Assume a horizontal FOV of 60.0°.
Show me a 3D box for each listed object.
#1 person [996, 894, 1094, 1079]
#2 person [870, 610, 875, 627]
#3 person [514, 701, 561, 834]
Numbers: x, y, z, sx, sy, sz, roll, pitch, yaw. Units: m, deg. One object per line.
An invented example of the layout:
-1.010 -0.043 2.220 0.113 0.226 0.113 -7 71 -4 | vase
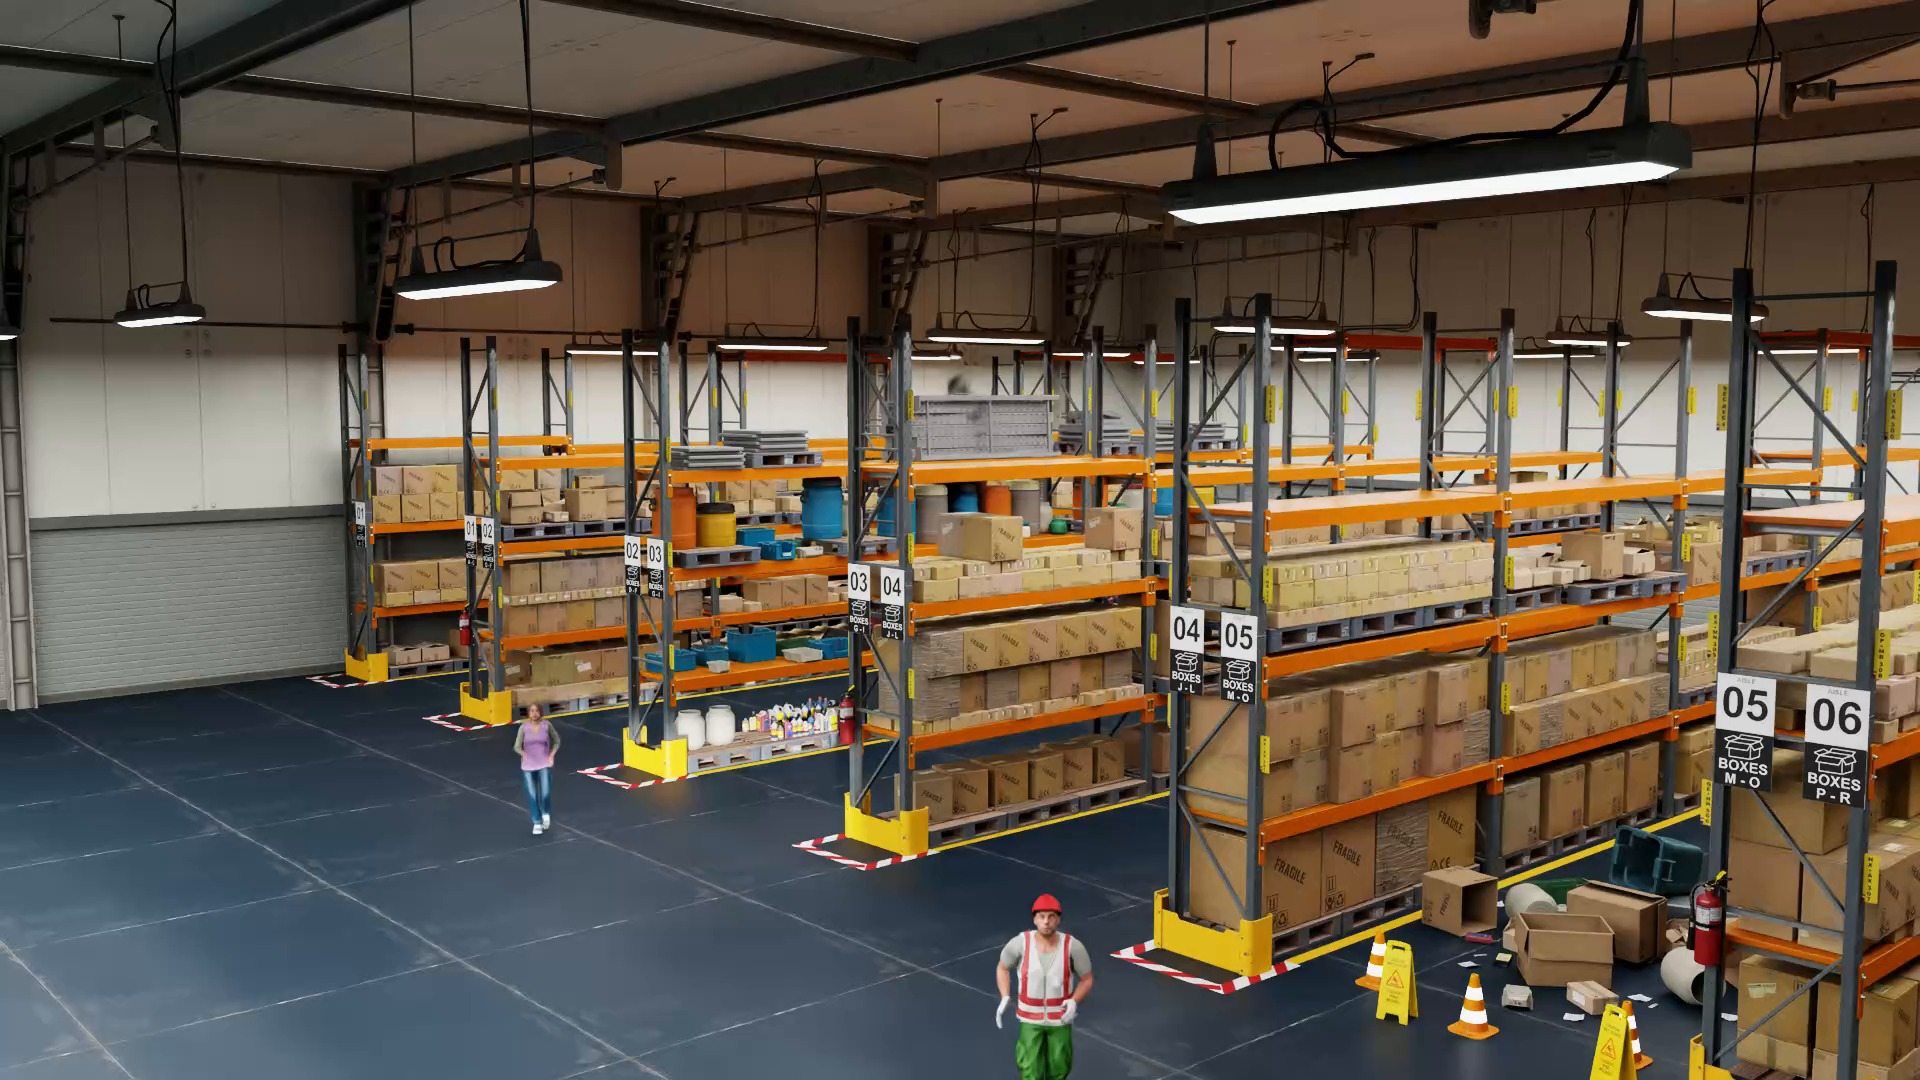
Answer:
0.582 3.289 11.377 0.666 1.748 0.591 0 5 2 | person
-1.883 1.298 33.752 0.670 1.695 0.860 5 7 42 | person
-4.902 2.655 19.280 0.525 1.557 0.532 -1 5 -12 | person
